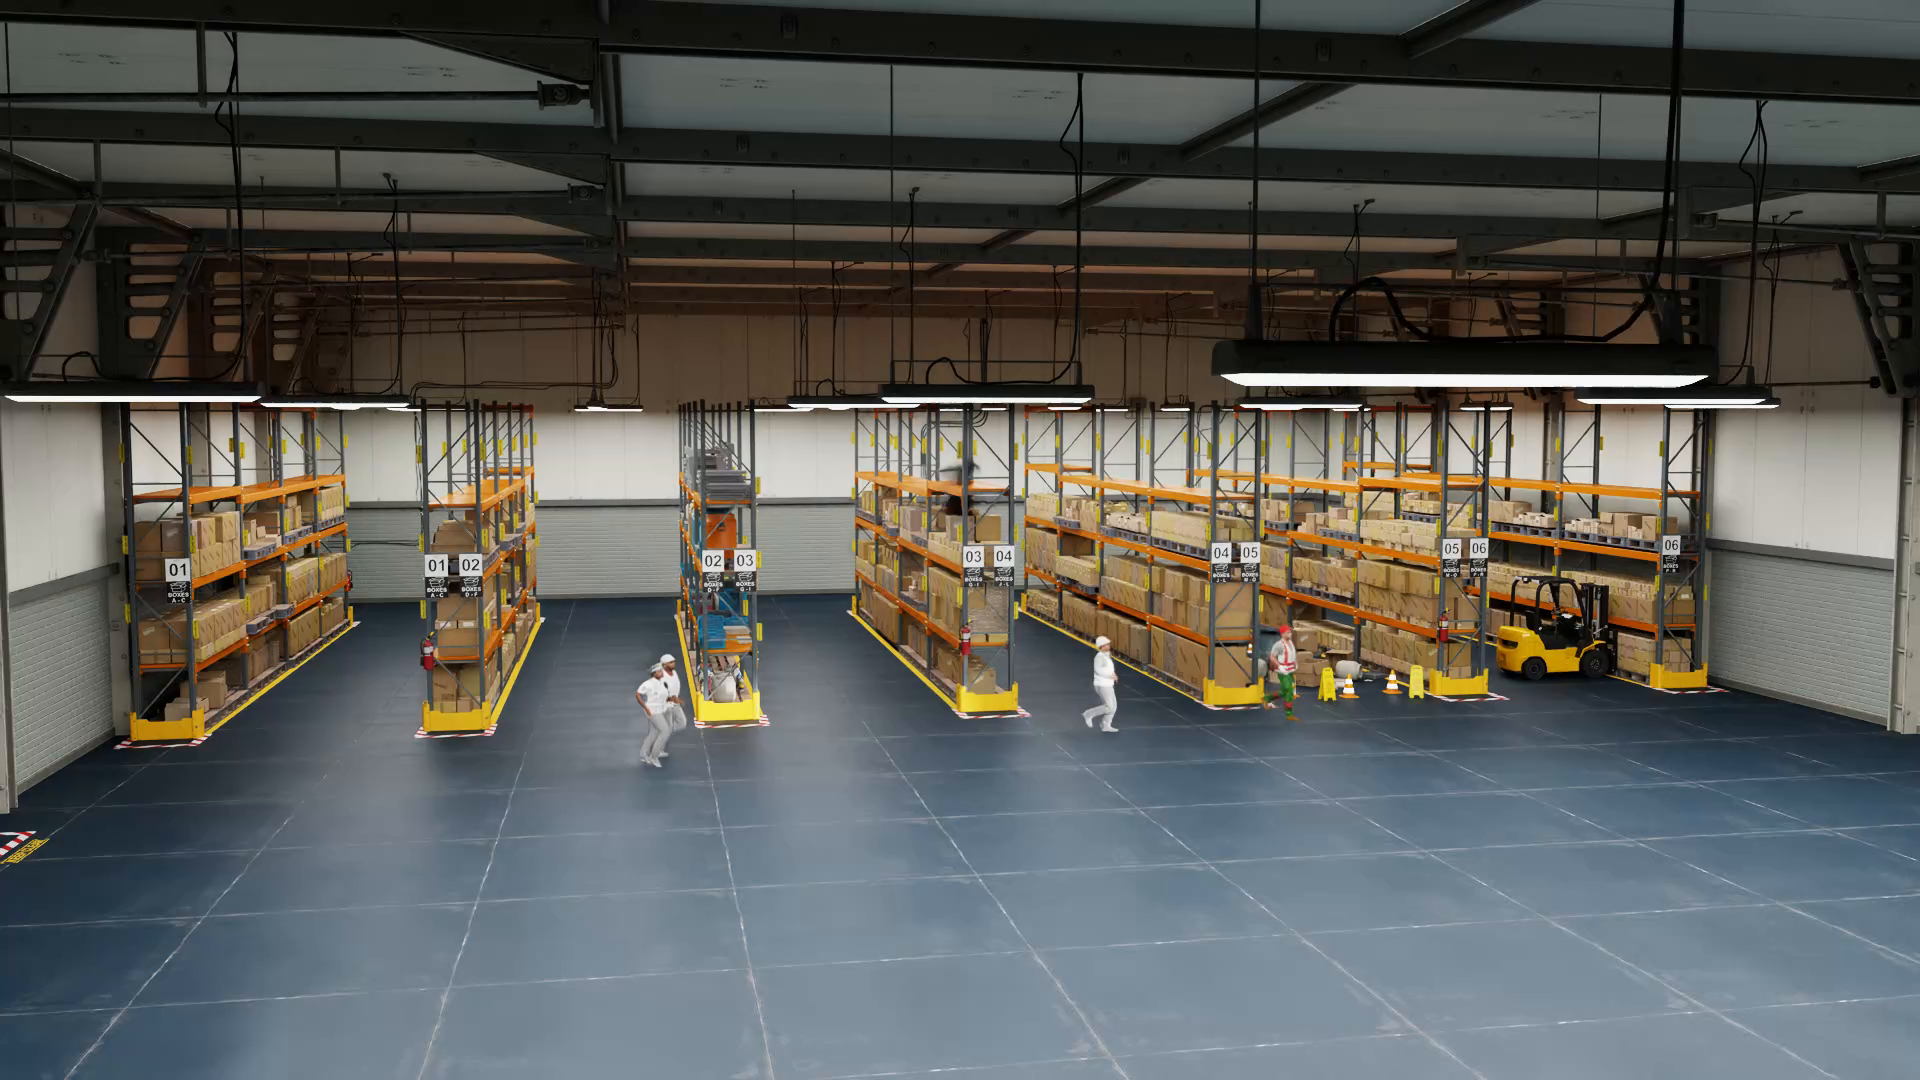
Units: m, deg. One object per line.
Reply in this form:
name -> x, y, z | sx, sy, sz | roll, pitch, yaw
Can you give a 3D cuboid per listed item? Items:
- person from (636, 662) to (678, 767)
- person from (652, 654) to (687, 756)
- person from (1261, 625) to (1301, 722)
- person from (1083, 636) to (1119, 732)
person -> -4.937, 2.848, 27.141 | 0.698, 1.732, 0.548 | 1, 4, 16
person -> -4.849, 2.761, 27.864 | 0.666, 1.719, 0.734 | 2, 5, 21
person -> 6.020, 2.468, 31.071 | 0.839, 1.781, 0.669 | 4, 6, 42
person -> 2.559, 2.595, 29.969 | 0.658, 1.729, 0.660 | 1, 4, 14
